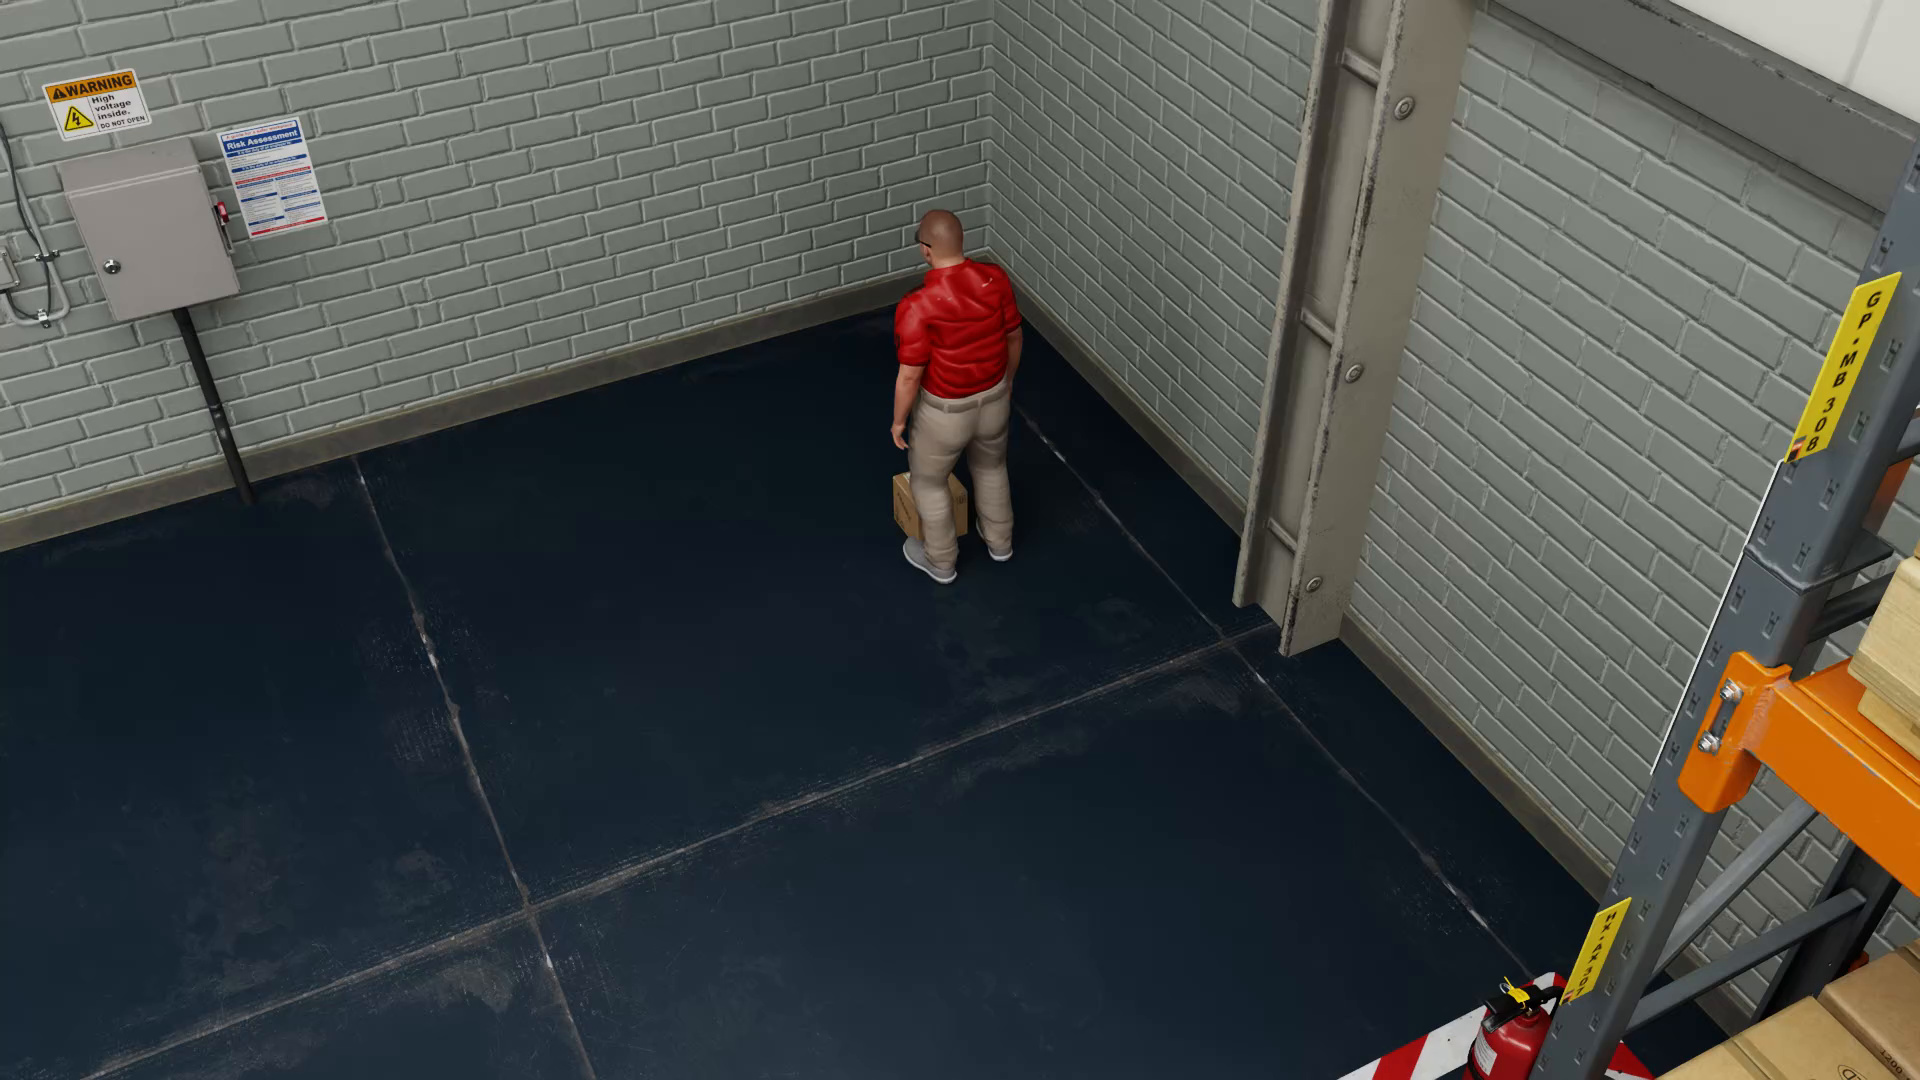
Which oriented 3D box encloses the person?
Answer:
[{"bbox_3d":[-0.014,-0.566,6.820,0.605,1.726,0.394,-22,45,-23],"label":"person"}]
